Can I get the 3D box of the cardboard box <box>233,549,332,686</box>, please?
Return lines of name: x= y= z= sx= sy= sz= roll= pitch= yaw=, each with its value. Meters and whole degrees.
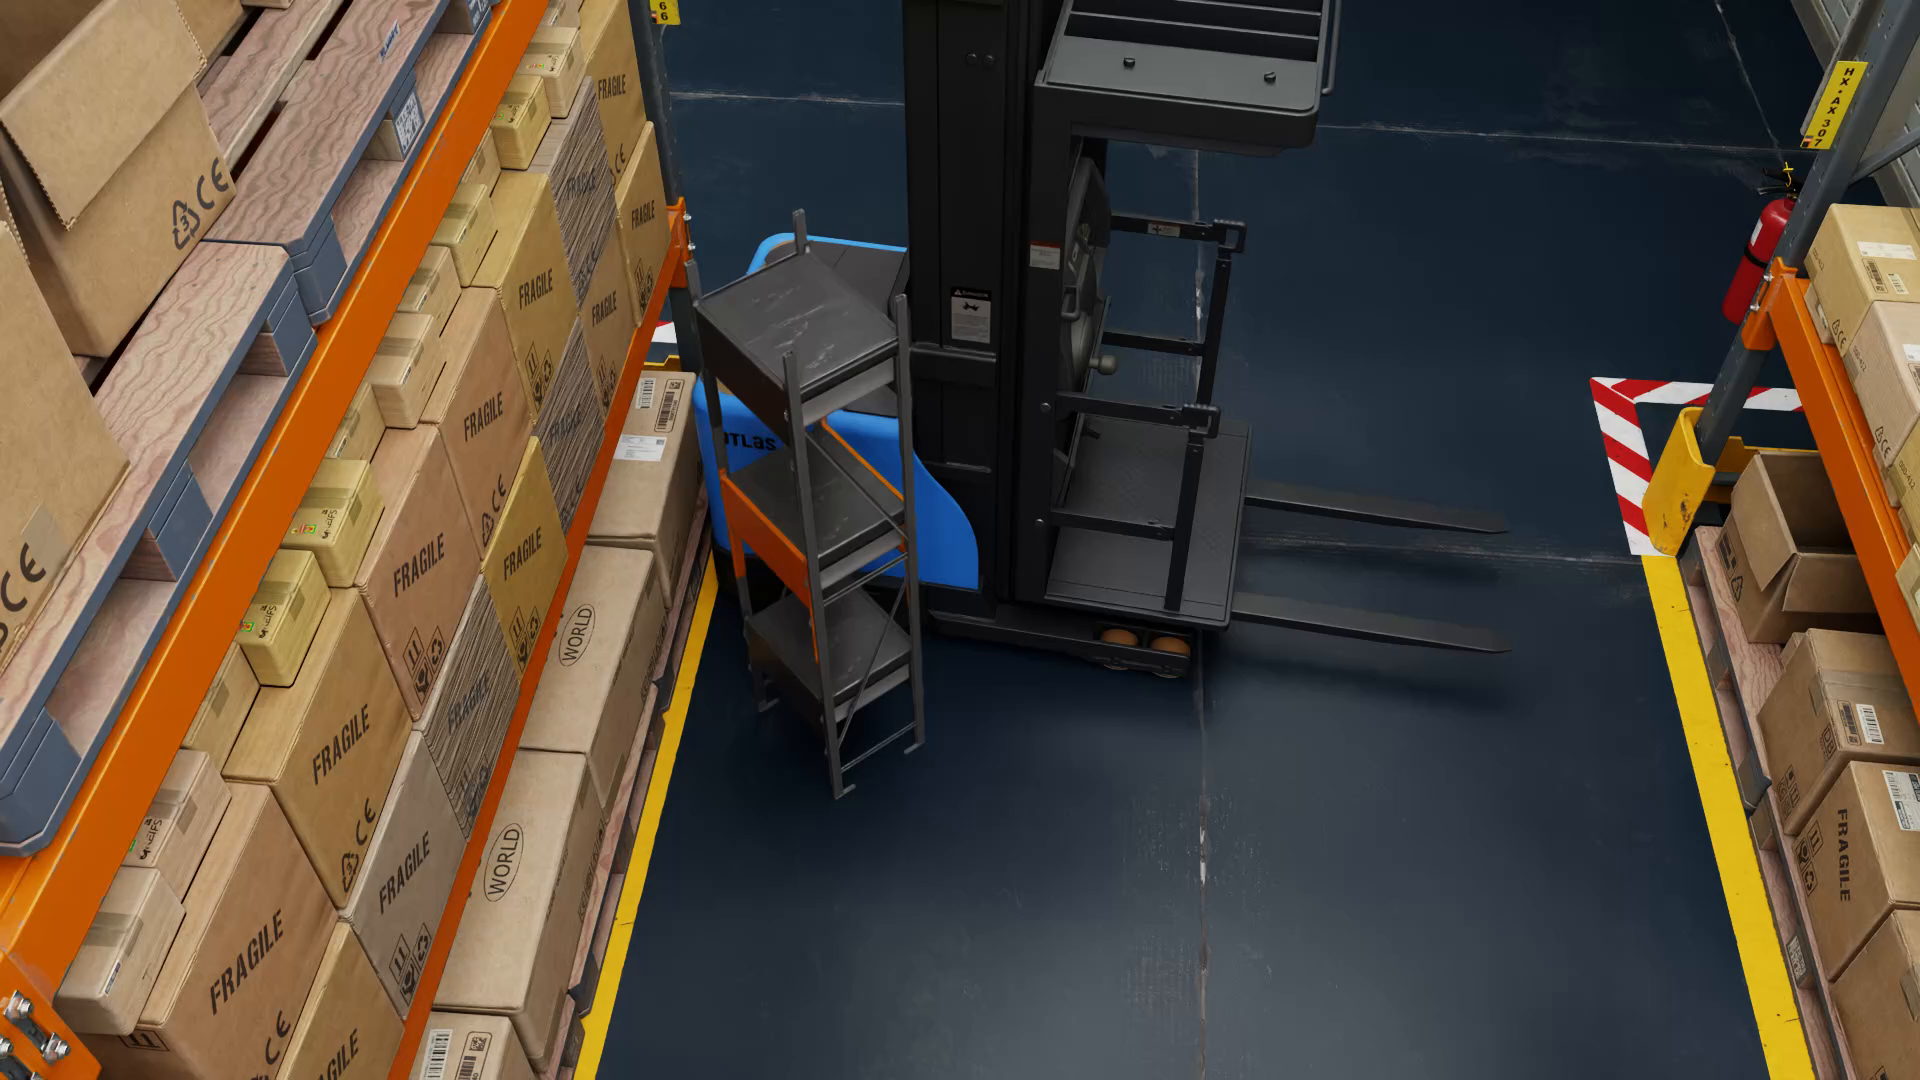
cardboard box: x=-1.537 y=0.149 z=3.422 sx=0.380 sy=0.149 sz=0.250 roll=4 pitch=48 yaw=3

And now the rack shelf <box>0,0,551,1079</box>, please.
rack shelf: x=-1.714 y=-0.775 z=3.810 sx=0.831 sy=0.071 sz=3.687 roll=4 pitch=48 yaw=4

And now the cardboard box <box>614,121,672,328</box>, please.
cardboard box: x=-1.312 y=-1.089 z=5.671 sx=0.500 sy=0.500 sz=0.500 roll=4 pitch=48 yaw=4

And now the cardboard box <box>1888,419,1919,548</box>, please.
cardboard box: x=3.013 y=-0.088 z=4.723 sx=0.500 sy=0.250 sz=0.500 roll=3 pitch=48 yaw=3

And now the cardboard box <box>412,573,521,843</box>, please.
cardboard box: x=-1.491 y=0.417 z=4.294 sx=0.500 sy=0.500 sz=0.500 roll=4 pitch=48 yaw=4

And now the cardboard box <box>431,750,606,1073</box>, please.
cardboard box: x=-1.651 y=1.123 z=5.168 sx=0.875 sy=0.438 sz=0.875 roll=3 pitch=48 yaw=2

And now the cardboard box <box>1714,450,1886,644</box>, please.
cardboard box: x=3.261 y=0.048 z=6.107 sx=0.797 sy=0.503 sz=0.637 roll=2 pitch=48 yaw=2

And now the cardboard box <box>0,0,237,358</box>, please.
cardboard box: x=-1.806 y=-0.704 z=2.932 sx=0.797 sy=0.503 sz=0.637 roll=7 pitch=48 yaw=7

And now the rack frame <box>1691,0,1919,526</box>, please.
rack frame: x=3.411 y=-1.096 z=5.746 sx=1.000 sy=3.000 sz=0.127 roll=4 pitch=48 yaw=4

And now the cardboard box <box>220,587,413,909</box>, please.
cardboard box: x=-1.560 y=0.436 z=3.599 sx=0.500 sy=0.500 sz=0.500 roll=3 pitch=48 yaw=3

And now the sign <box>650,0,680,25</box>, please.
sign: x=-0.993 y=-1.851 z=5.491 sx=0.100 sy=0.325 sz=0.005 roll=4 pitch=48 yaw=4

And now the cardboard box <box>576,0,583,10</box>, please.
cardboard box: x=-1.365 y=-1.740 z=5.150 sx=0.380 sy=0.149 sz=0.250 roll=4 pitch=48 yaw=4

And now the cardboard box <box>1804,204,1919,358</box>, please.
cardboard box: x=3.102 y=-0.831 z=5.403 sx=0.500 sy=0.250 sz=0.500 roll=4 pitch=48 yaw=4

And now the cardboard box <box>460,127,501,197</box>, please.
cardboard box: x=-1.462 y=-0.987 z=4.461 sx=0.380 sy=0.149 sz=0.250 roll=3 pitch=48 yaw=3

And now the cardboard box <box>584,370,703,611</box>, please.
cardboard box: x=-1.492 y=-0.213 z=6.389 sx=0.875 sy=0.438 sz=0.875 roll=2 pitch=48 yaw=2

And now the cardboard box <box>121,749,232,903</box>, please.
cardboard box: x=-1.602 y=0.518 z=3.084 sx=0.380 sy=0.149 sz=0.250 roll=5 pitch=48 yaw=4

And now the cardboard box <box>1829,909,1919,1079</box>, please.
cardboard box: x=3.050 y=1.437 z=4.838 sx=0.700 sy=0.500 sz=0.500 roll=2 pitch=48 yaw=2

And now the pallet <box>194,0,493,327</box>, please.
pallet: x=-1.698 y=-0.965 z=3.653 sx=1.003 sy=0.211 sz=1.213 roll=4 pitch=48 yaw=4

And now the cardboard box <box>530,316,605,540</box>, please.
cardboard box: x=-1.410 y=-0.342 z=4.989 sx=0.500 sy=0.500 sz=0.500 roll=5 pitch=48 yaw=5

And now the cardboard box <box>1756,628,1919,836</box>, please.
cardboard box: x=3.145 y=0.674 z=5.536 sx=0.700 sy=0.500 sz=0.500 roll=6 pitch=48 yaw=5

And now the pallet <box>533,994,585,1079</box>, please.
pallet: x=-1.749 y=1.900 z=4.895 sx=1.003 sy=0.211 sz=1.213 roll=4 pitch=48 yaw=4

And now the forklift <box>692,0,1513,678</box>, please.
forklift: x=0.612 y=-0.897 z=5.610 sx=3.031 sy=2.935 sz=1.130 roll=9 pitch=48 yaw=8

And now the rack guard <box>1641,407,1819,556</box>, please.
rack guard: x=3.404 y=-0.197 z=6.617 sx=1.175 sy=0.500 sz=0.348 roll=4 pitch=48 yaw=4

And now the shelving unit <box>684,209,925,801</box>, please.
shelving unit: x=-0.449 y=-0.014 z=5.362 sx=0.431 sy=2.100 sz=0.503 roll=-31 pitch=54 yaw=-24

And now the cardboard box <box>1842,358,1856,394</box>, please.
cardboard box: x=3.131 y=-0.598 z=5.461 sx=0.380 sy=0.149 sz=0.250 roll=5 pitch=48 yaw=4

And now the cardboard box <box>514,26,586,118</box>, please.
cardboard box: x=-1.304 y=-1.357 z=4.799 sx=0.380 sy=0.149 sz=0.250 roll=3 pitch=48 yaw=3

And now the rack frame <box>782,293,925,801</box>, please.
rack frame: x=-0.298 y=0.128 z=5.232 sx=0.400 sy=2.100 sz=0.015 roll=-31 pitch=54 yaw=-24

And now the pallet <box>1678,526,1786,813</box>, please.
pallet: x=3.333 y=0.487 z=6.188 sx=1.003 sy=0.211 sz=1.213 roll=4 pitch=48 yaw=4

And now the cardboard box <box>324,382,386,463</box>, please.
cardboard box: x=-1.543 y=-0.235 z=3.773 sx=0.380 sy=0.149 sz=0.250 roll=4 pitch=48 yaw=3

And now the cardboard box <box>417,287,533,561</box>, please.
cardboard box: x=-1.453 y=-0.310 z=4.281 sx=0.500 sy=0.500 sz=0.500 roll=4 pitch=48 yaw=3

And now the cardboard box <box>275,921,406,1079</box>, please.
cardboard box: x=-1.593 y=1.151 z=3.623 sx=0.500 sy=0.500 sz=0.500 roll=5 pitch=48 yaw=5

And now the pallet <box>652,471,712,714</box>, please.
pallet: x=-1.527 y=0.107 z=6.535 sx=1.003 sy=0.211 sz=1.213 roll=4 pitch=48 yaw=4

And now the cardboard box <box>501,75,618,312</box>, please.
cardboard box: x=-1.357 y=-1.042 z=4.951 sx=0.500 sy=0.500 sz=0.500 roll=4 pitch=48 yaw=4

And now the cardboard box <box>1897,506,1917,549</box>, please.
cardboard box: x=3.039 y=-0.026 z=4.937 sx=0.380 sy=0.149 sz=0.250 roll=5 pitch=48 yaw=4

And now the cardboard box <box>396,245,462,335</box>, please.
cardboard box: x=-1.469 y=-0.607 z=4.114 sx=0.380 sy=0.149 sz=0.250 roll=5 pitch=48 yaw=5

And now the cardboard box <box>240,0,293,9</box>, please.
cardboard box: x=-1.718 y=-1.488 z=3.780 sx=0.500 sy=0.311 sz=0.500 roll=5 pitch=48 yaw=4

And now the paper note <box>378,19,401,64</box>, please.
paper note: x=-1.144 y=-1.000 z=3.338 sx=0.006 sy=0.032 sz=0.123 roll=4 pitch=48 yaw=4

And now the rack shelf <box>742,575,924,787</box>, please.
rack shelf: x=-0.443 y=0.465 z=5.891 sx=0.431 sy=0.518 sz=0.480 roll=-31 pitch=54 yaw=-24

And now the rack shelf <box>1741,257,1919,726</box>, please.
rack shelf: x=3.229 y=0.616 z=4.667 sx=1.077 sy=0.370 sz=4.000 roll=4 pitch=48 yaw=4
